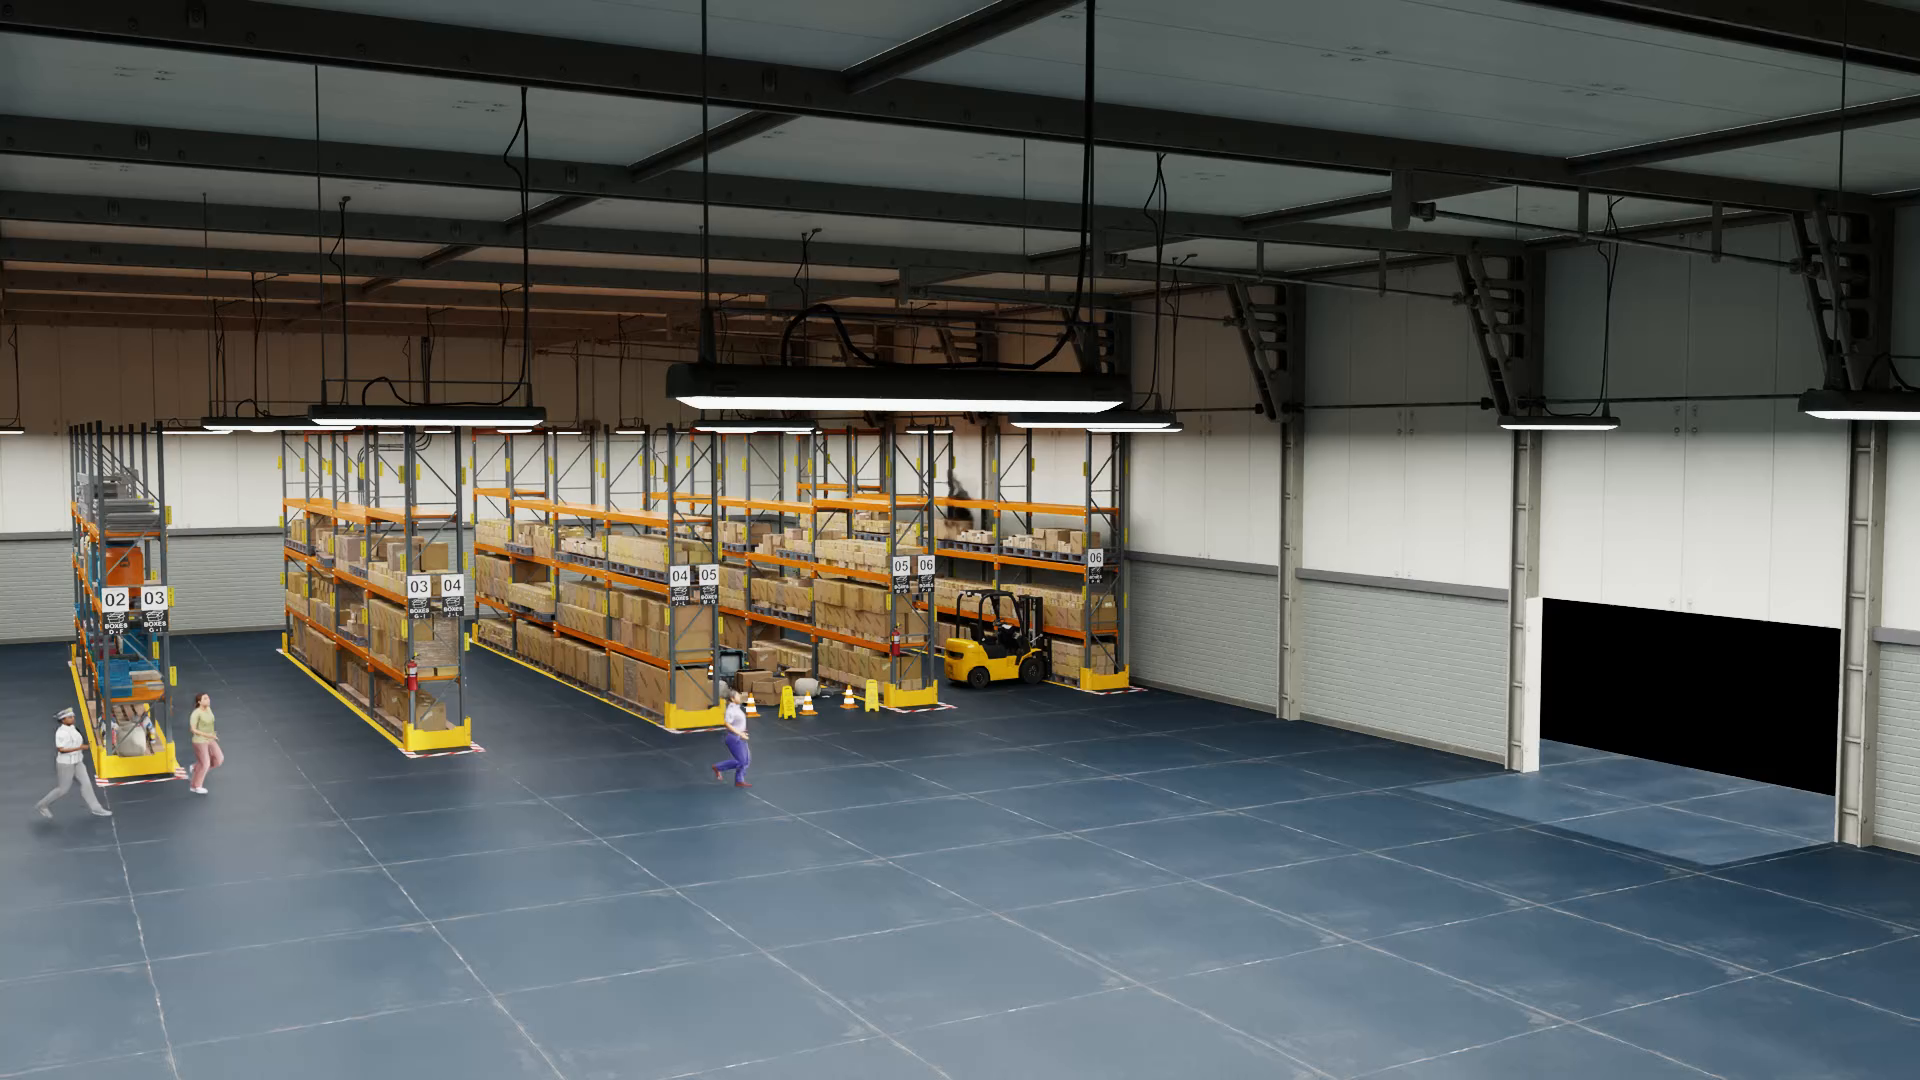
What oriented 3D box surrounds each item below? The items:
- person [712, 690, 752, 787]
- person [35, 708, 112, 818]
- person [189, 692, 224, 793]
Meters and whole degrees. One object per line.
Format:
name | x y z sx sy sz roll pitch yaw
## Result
person | -3.722 3.247 27.168 0.643 1.605 0.617 0 4 -3
person | -13.239 3.314 24.809 1.034 1.655 0.589 0 4 -1
person | -12.179 3.262 26.824 0.601 1.621 0.603 1 4 13
